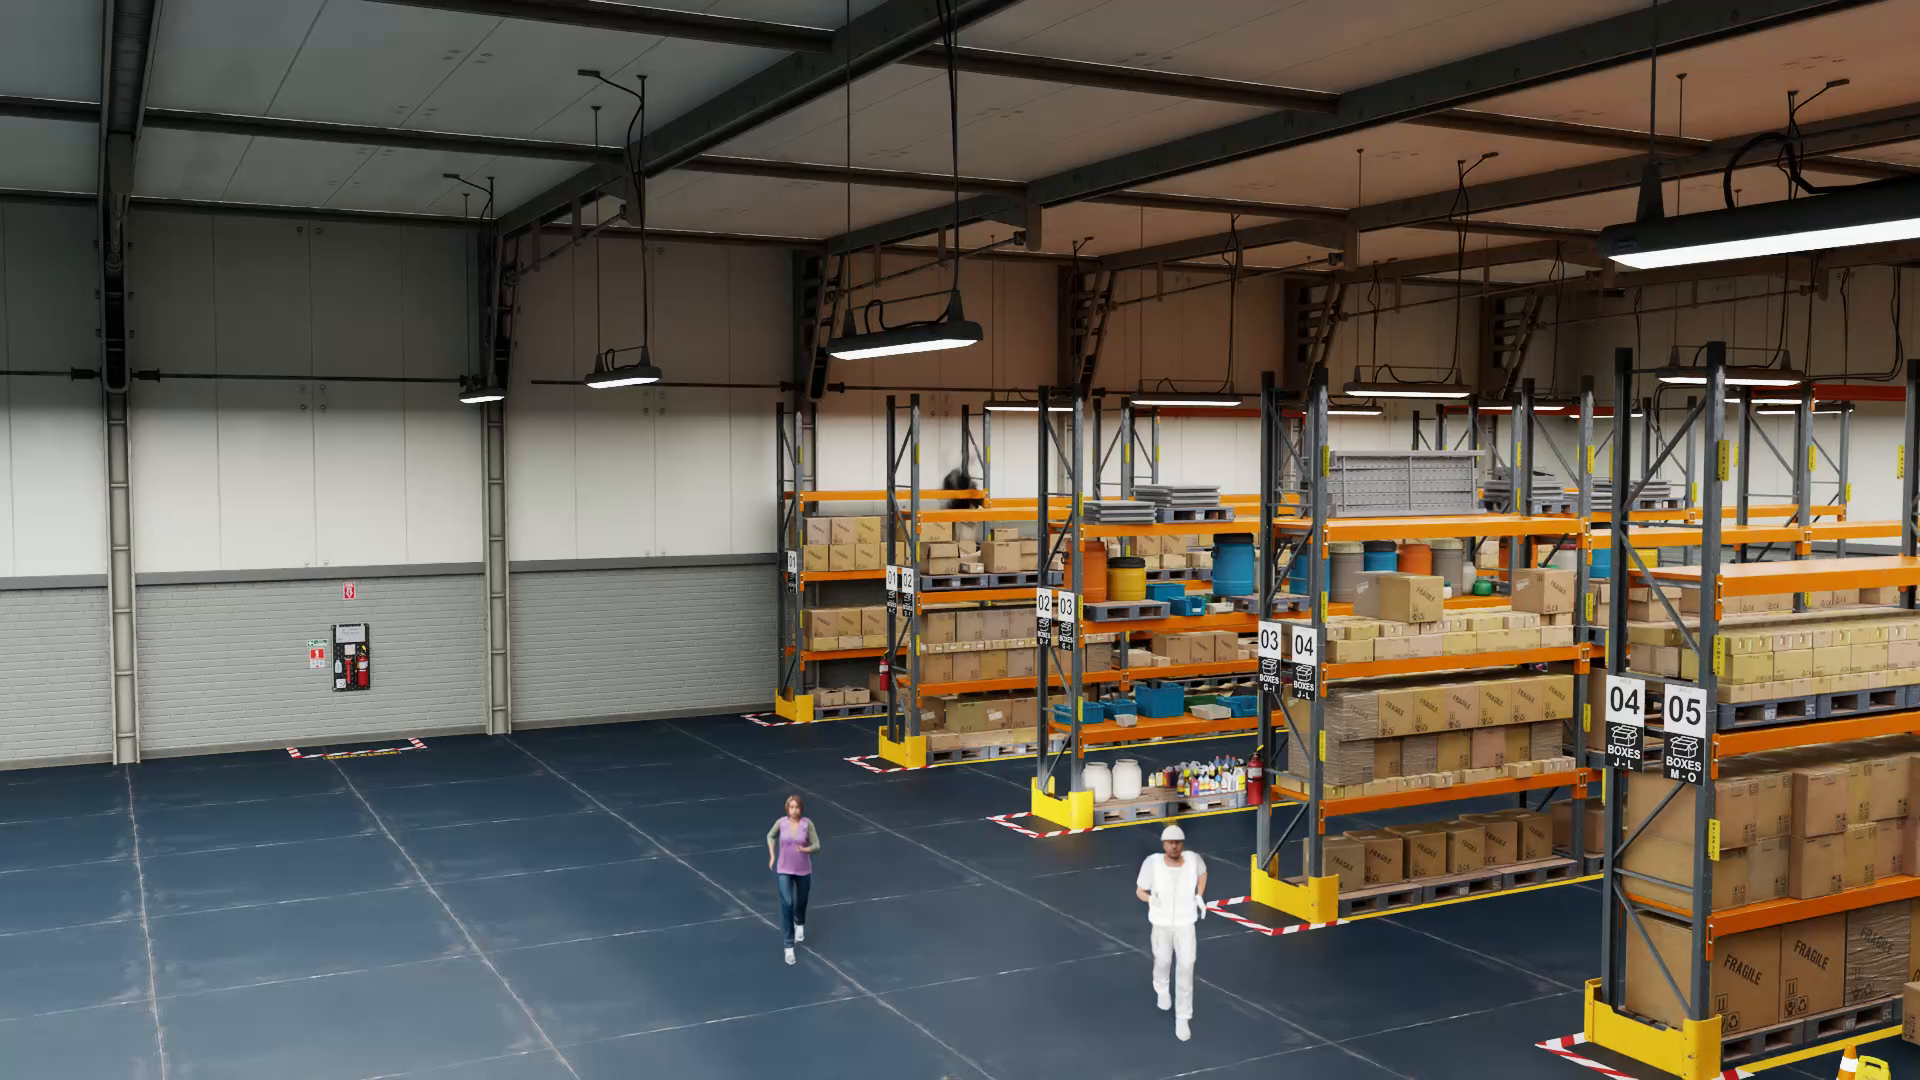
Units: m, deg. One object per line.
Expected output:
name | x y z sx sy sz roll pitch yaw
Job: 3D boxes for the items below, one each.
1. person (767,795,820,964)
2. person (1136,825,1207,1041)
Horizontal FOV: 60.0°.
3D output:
person | -1.686 3.387 16.883 0.524 1.611 0.842 -1 3 -9
person | 1.887 3.415 14.826 0.634 1.800 0.939 0 3 5
